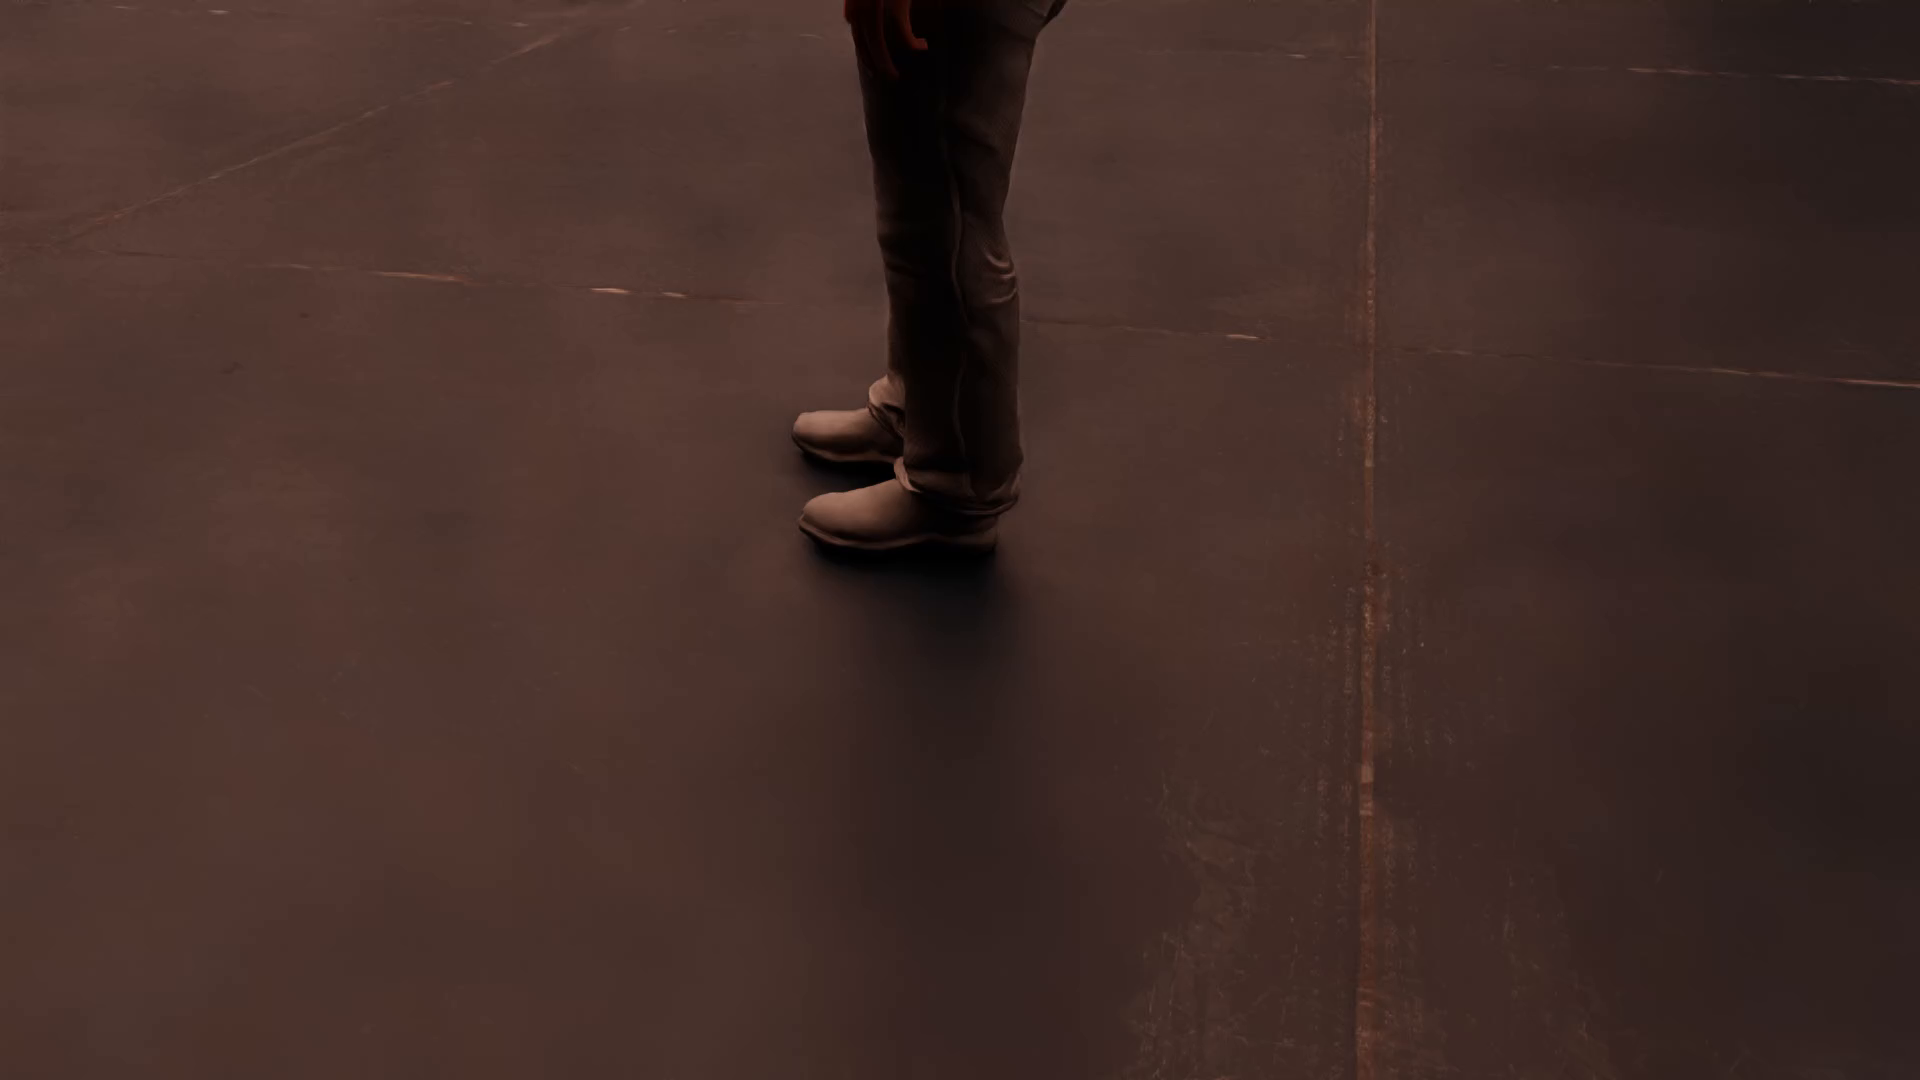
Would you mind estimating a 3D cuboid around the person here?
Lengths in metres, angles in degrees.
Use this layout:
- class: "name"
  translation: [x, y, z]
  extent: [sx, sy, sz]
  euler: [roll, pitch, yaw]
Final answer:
- class: "person"
  translation: [-0.059, -0.808, 2.117]
  extent: [0.567, 1.772, 0.632]
  euler: [6, 27, 11]
